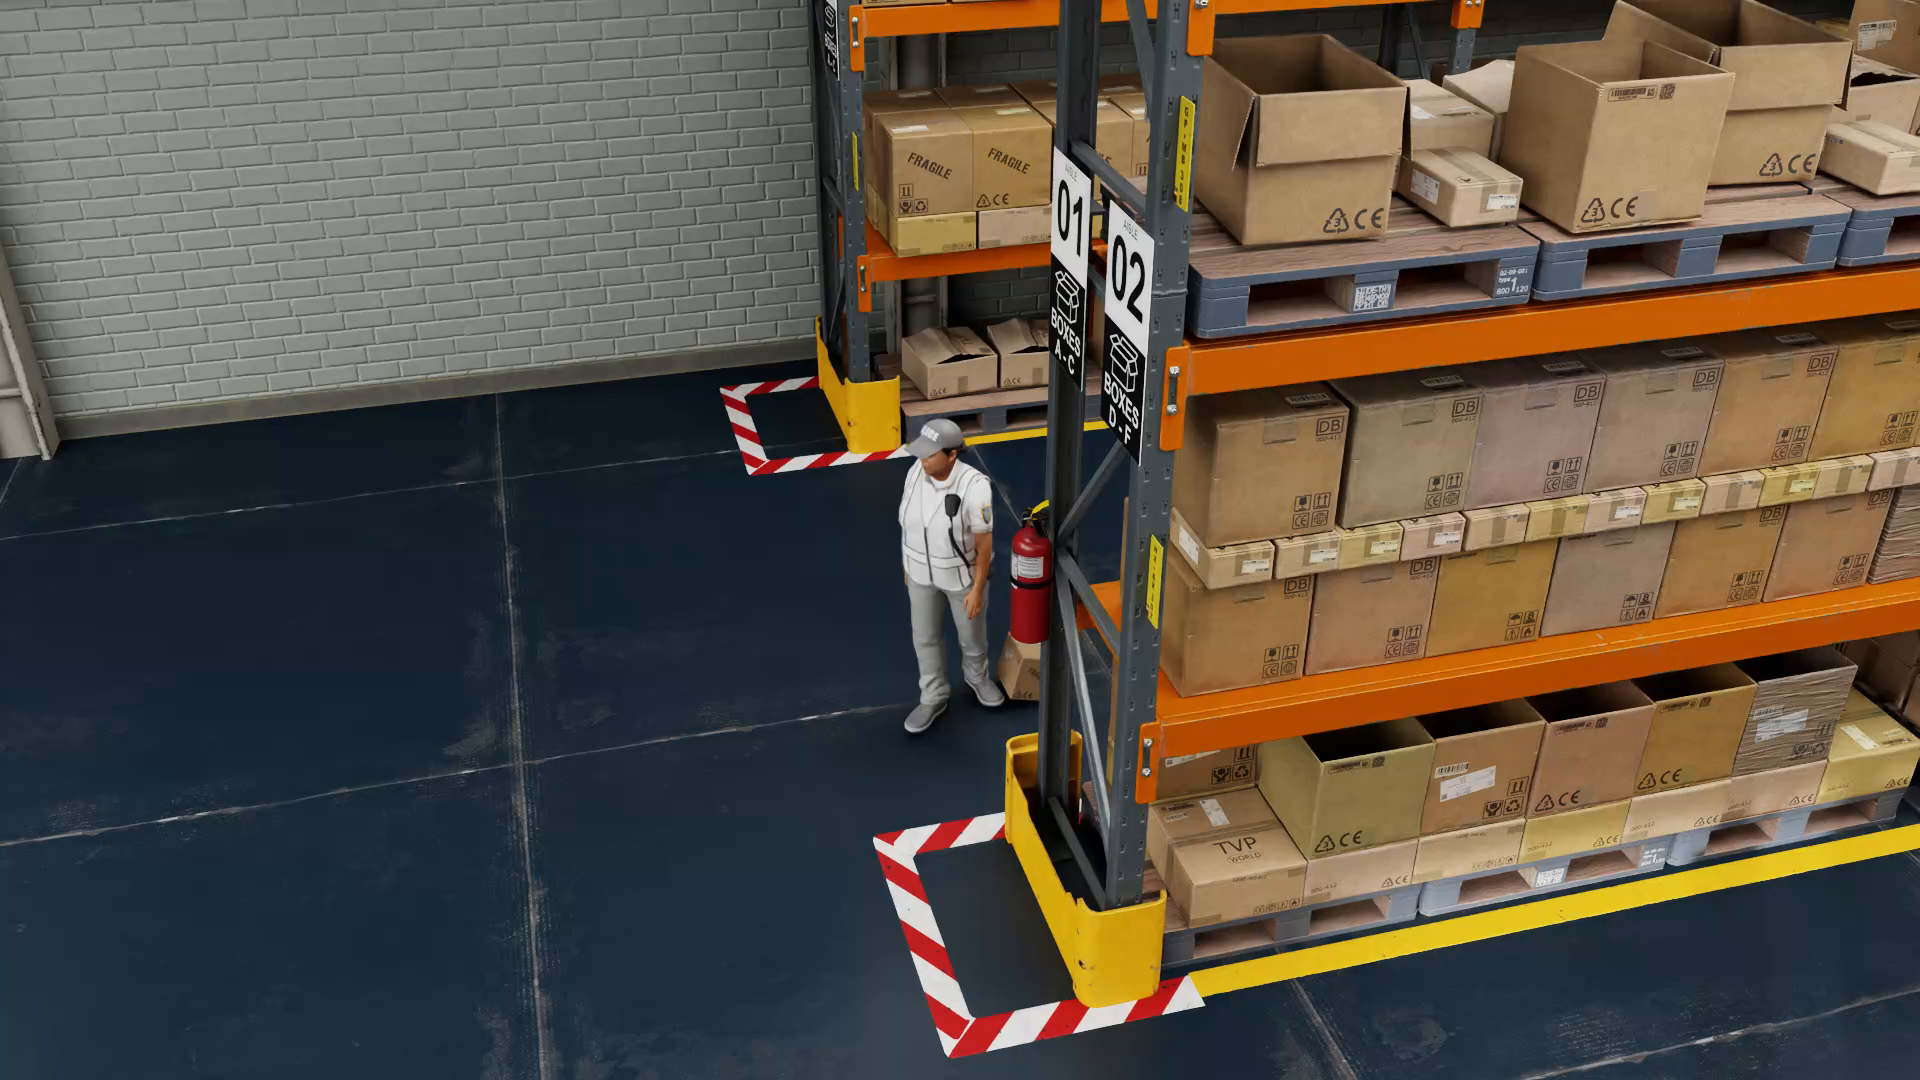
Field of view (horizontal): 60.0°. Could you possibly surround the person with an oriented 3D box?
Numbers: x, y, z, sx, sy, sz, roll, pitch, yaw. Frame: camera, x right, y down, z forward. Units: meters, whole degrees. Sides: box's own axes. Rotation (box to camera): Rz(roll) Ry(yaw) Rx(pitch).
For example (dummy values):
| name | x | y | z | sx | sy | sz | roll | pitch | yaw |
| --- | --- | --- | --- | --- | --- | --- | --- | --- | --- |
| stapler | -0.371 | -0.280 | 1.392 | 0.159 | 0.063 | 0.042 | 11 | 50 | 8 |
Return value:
| name | x | y | z | sx | sy | sz | roll | pitch | yaw |
| --- | --- | --- | --- | --- | --- | --- | --- | --- | --- |
| person | -0.045 | 0.140 | 7.974 | 0.496 | 1.657 | 0.547 | 13 | 33 | 21 |
